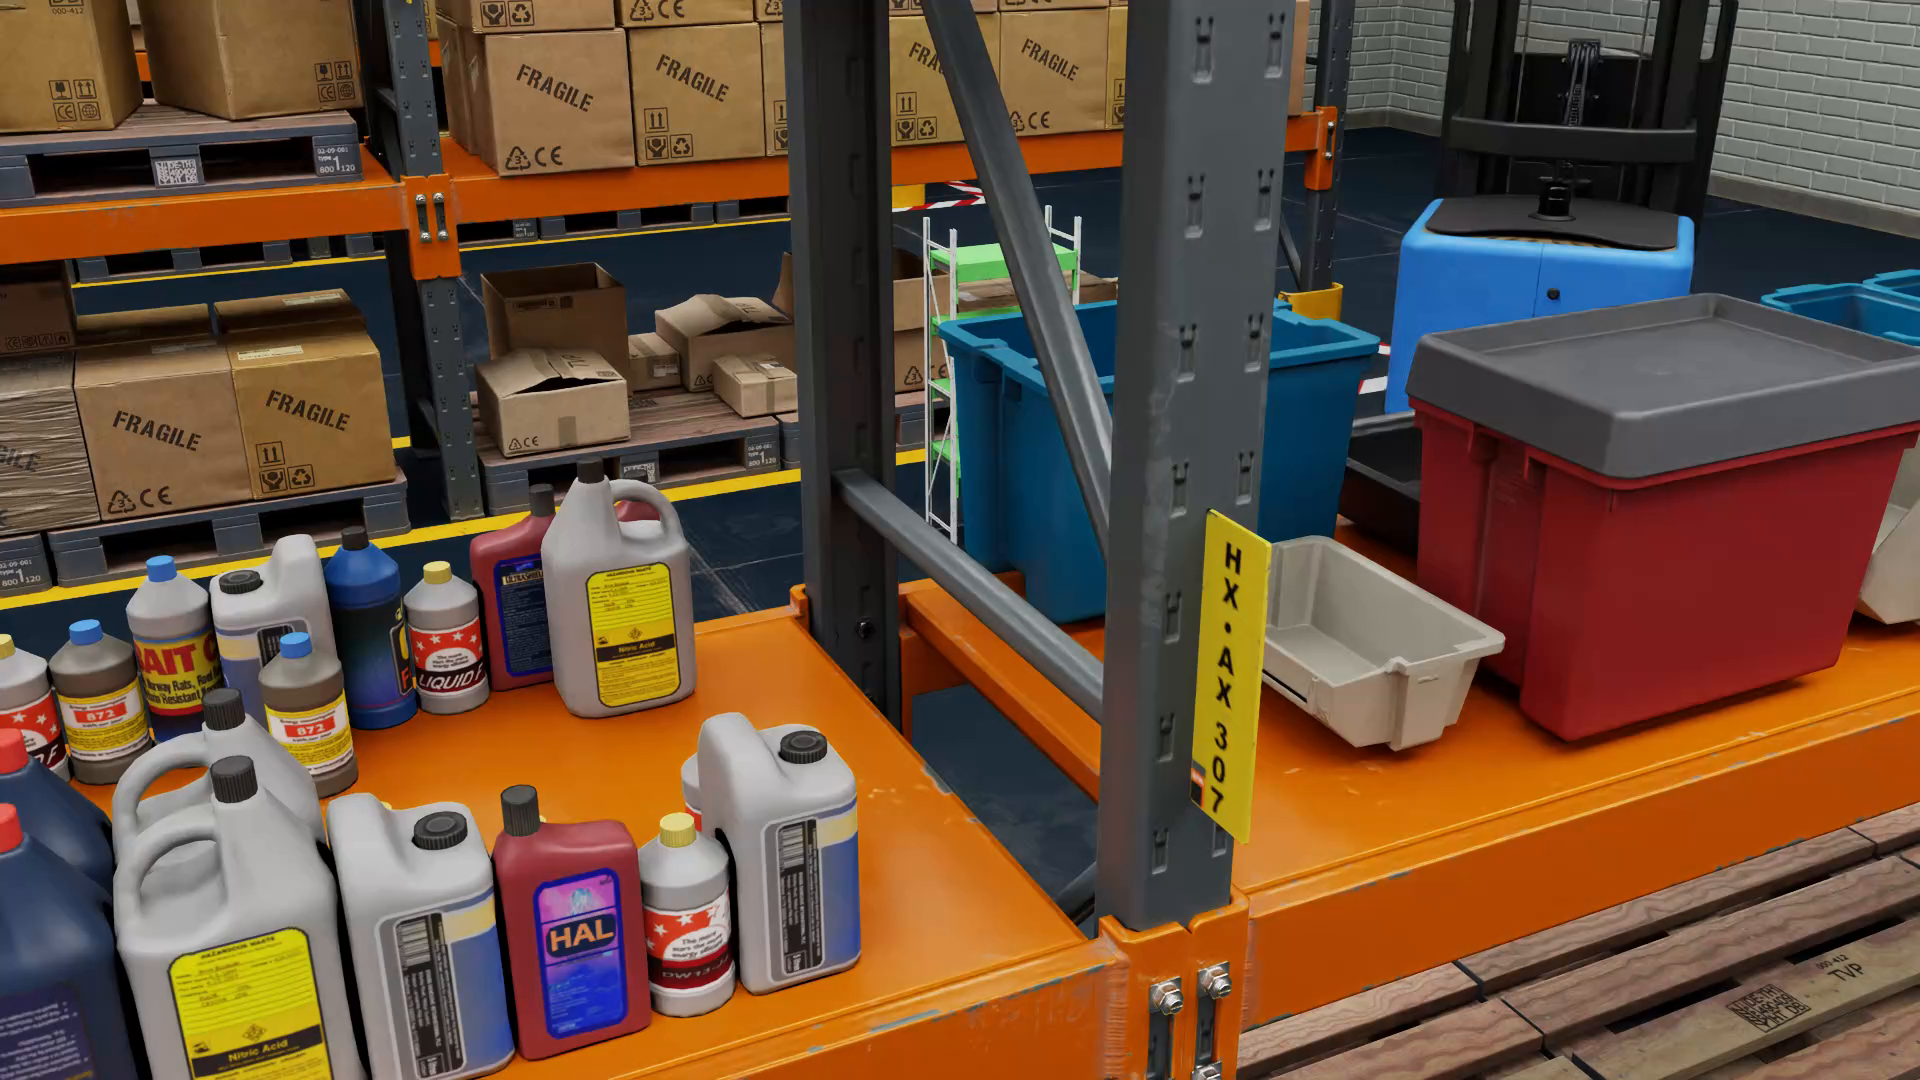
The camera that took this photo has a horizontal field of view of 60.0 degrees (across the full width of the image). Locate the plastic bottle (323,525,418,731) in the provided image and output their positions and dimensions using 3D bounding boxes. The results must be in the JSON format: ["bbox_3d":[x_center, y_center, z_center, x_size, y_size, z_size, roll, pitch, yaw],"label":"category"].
[{"bbox_3d":[-0.793,0.112,2.226,0.097,0.271,0.097,0,22,0],"label":"plastic bottle"}]

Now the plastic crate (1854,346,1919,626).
[{"bbox_3d":[1.483,-0.088,2.616,0.530,0.282,0.437,-10,25,-24],"label":"plastic crate"}]

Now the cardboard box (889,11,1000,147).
[{"bbox_3d":[-0.171,-1.922,6.842,0.500,0.500,0.500,-11,25,-24],"label":"cardboard box"}]

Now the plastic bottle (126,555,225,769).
[{"bbox_3d":[-1.002,0.151,2.133,0.097,0.271,0.097,0,22,0],"label":"plastic bottle"}]

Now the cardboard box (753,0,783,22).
[{"bbox_3d":[-0.643,-2.293,6.429,0.500,0.500,0.500,-11,25,-25],"label":"cardboard box"}]

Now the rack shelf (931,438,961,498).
[{"bbox_3d":[0.149,-0.301,6.203,0.480,0.148,0.258,-10,25,-24],"label":"rack shelf"}]

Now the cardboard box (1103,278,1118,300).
[{"bbox_3d":[0.735,-1.198,8.351,0.250,0.166,0.380,-10,25,-24],"label":"cardboard box"}]

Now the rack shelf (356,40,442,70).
[{"bbox_3d":[-2.468,-3.338,11.334,4.000,0.370,1.077,-10,25,-24],"label":"rack shelf"}]

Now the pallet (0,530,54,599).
[{"bbox_3d":[-3.935,0.008,5.955,1.213,0.211,1.003,-10,25,-24],"label":"pallet"}]

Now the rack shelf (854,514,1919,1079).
[{"bbox_3d":[1.829,0.076,3.086,4.000,0.370,1.077,-10,25,-24],"label":"rack shelf"}]

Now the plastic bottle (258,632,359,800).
[{"bbox_3d":[-0.814,0.213,2.073,0.097,0.201,0.097,0,22,0],"label":"plastic bottle"}]

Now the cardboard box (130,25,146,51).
[{"bbox_3d":[-4.922,-3.001,9.881,0.250,0.149,0.380,-10,24,-22],"label":"cardboard box"}]

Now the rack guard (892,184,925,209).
[{"bbox_3d":[-0.644,-2.852,12.485,0.348,0.500,1.175,-10,25,-24],"label":"rack guard"}]

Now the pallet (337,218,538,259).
[{"bbox_3d":[-3.551,-2.150,11.168,1.213,0.211,1.003,-10,25,-24],"label":"pallet"}]

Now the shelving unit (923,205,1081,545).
[{"bbox_3d":[0.149,-0.582,6.087,0.503,1.200,0.258,-10,25,-24],"label":"shelving unit"}]

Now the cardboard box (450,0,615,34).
[{"bbox_3d":[-1.572,-2.122,6.016,0.500,0.500,0.500,-10,24,-22],"label":"cardboard box"}]

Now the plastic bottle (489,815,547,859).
[{"bbox_3d":[-0.427,0.374,1.685,0.097,0.201,0.097,0,22,0],"label":"plastic bottle"}]

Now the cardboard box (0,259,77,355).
[{"bbox_3d":[-3.561,-0.865,6.131,0.500,0.250,0.500,-10,25,-24],"label":"cardboard box"}]

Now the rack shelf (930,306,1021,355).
[{"bbox_3d":[0.149,-0.745,6.019,0.480,0.148,0.258,-10,25,-24],"label":"rack shelf"}]

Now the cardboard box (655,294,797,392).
[{"bbox_3d":[-1.052,-0.910,7.467,0.500,0.311,0.500,-10,25,-24],"label":"cardboard box"}]

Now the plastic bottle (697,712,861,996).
[{"bbox_3d":[-0.188,0.309,1.743,0.135,0.276,0.152,-10,25,-24],"label":"plastic bottle"}]

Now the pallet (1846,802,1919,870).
[{"bbox_3d":[2.871,0.823,3.985,1.213,0.211,1.003,-10,25,-24],"label":"pallet"}]

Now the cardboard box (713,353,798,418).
[{"bbox_3d":[-0.871,-0.669,7.073,0.250,0.166,0.380,-10,25,-24],"label":"cardboard box"}]

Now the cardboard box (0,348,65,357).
[{"bbox_3d":[-3.589,-0.512,6.258,0.500,0.500,0.500,-10,25,-23],"label":"cardboard box"}]

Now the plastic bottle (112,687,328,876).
[{"bbox_3d":[-0.722,0.313,1.635,0.185,0.351,0.144,-10,25,-24],"label":"plastic bottle"}]

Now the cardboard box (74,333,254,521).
[{"bbox_3d":[-2.888,-0.421,6.038,0.500,0.500,0.500,-10,25,-23],"label":"cardboard box"}]

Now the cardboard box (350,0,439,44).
[{"bbox_3d":[-3.774,-3.562,10.541,0.700,0.700,0.980,-10,25,-23],"label":"cardboard box"}]

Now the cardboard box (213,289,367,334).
[{"bbox_3d":[-2.660,-0.685,6.675,0.500,0.500,0.500,-12,25,-26],"label":"cardboard box"}]

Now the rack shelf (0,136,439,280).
[{"bbox_3d":[-3.920,-0.968,5.608,4.000,0.370,1.077,-10,25,-24],"label":"rack shelf"}]

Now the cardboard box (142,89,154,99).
[{"bbox_3d":[-4.799,-2.387,10.357,0.750,0.750,0.750,-10,25,-23],"label":"cardboard box"}]

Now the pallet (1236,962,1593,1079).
[{"bbox_3d":[0.673,1.228,3.007,1.213,0.211,1.003,-10,25,-24],"label":"pallet"}]

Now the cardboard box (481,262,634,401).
[{"bbox_3d":[-1.728,-0.873,7.130,0.500,0.500,0.500,-10,25,-24],"label":"cardboard box"}]

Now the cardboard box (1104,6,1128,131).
[{"bbox_3d":[0.735,-2.087,7.239,0.500,0.500,0.500,-10,25,-23],"label":"cardboard box"}]

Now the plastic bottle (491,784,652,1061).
[{"bbox_3d":[-0.377,0.360,1.611,0.133,0.283,0.061,-10,25,-24],"label":"plastic bottle"}]

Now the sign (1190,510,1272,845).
[{"bbox_3d":[0.264,0.137,1.635,0.005,0.325,0.100,-10,25,-24],"label":"sign"}]

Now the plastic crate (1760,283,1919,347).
[{"bbox_3d":[1.809,-0.343,3.297,0.300,0.233,0.416,-10,25,-24],"label":"plastic crate"}]

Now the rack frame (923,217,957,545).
[{"bbox_3d":[-0.071,-0.541,5.989,0.015,1.200,0.240,-10,25,-24],"label":"rack frame"}]

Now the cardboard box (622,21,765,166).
[{"bbox_3d":[-1.081,-1.755,6.438,0.500,0.500,0.500,-10,24,-23],"label":"cardboard box"}]

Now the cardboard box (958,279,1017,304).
[{"bbox_3d":[-0.028,-1.071,7.934,0.500,0.250,0.500,-10,25,-24],"label":"cardboard box"}]

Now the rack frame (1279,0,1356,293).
[{"bbox_3d":[1.486,-2.296,7.875,0.127,3.000,1.000,-10,25,-24],"label":"rack frame"}]

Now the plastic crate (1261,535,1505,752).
[{"bbox_3d":[0.508,0.141,2.253,0.243,0.136,0.396,-10,25,-24],"label":"plastic crate"}]

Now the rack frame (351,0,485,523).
[{"bbox_3d":[-2.118,-1.633,6.272,0.127,3.000,1.000,-10,25,-24],"label":"rack frame"}]

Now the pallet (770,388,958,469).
[{"bbox_3d":[-0.398,-0.661,7.572,1.213,0.211,1.003,-10,25,-24],"label":"pallet"}]

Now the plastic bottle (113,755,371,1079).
[{"bbox_3d":[-0.660,0.363,1.515,0.185,0.351,0.144,-10,25,-24],"label":"plastic bottle"}]

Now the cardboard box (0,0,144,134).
[{"bbox_3d":[-3.234,-1.735,5.841,0.500,0.500,0.700,-6,23,-15],"label":"cardboard box"}]

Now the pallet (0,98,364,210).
[{"bbox_3d":[-2.885,-1.449,6.079,1.213,0.211,1.003,-10,25,-24],"label":"pallet"}]

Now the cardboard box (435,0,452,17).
[{"bbox_3d":[-1.775,-2.314,6.480,0.500,0.500,0.500,-10,25,-23],"label":"cardboard box"}]

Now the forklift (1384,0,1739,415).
[{"bbox_3d":[2.681,-1.953,7.135,1.130,2.935,3.031,9,24,21],"label":"forklift"}]

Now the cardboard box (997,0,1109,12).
[{"bbox_3d":[0.284,-2.464,6.842,0.500,0.500,0.500,-10,24,-22],"label":"cardboard box"}]

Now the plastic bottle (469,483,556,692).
[{"bbox_3d":[-0.609,0.065,2.324,0.133,0.283,0.061,-10,25,-24],"label":"plastic bottle"}]

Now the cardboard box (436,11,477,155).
[{"bbox_3d":[-1.779,-1.850,6.667,0.500,0.500,0.500,-10,25,-23],"label":"cardboard box"}]

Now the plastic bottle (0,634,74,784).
[{"bbox_3d":[-1.177,0.215,2.068,0.097,0.201,0.097,0,22,0],"label":"plastic bottle"}]

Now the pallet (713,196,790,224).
[{"bbox_3d":[-1.352,-2.555,12.145,1.213,0.211,1.003,-10,25,-24],"label":"pallet"}]
